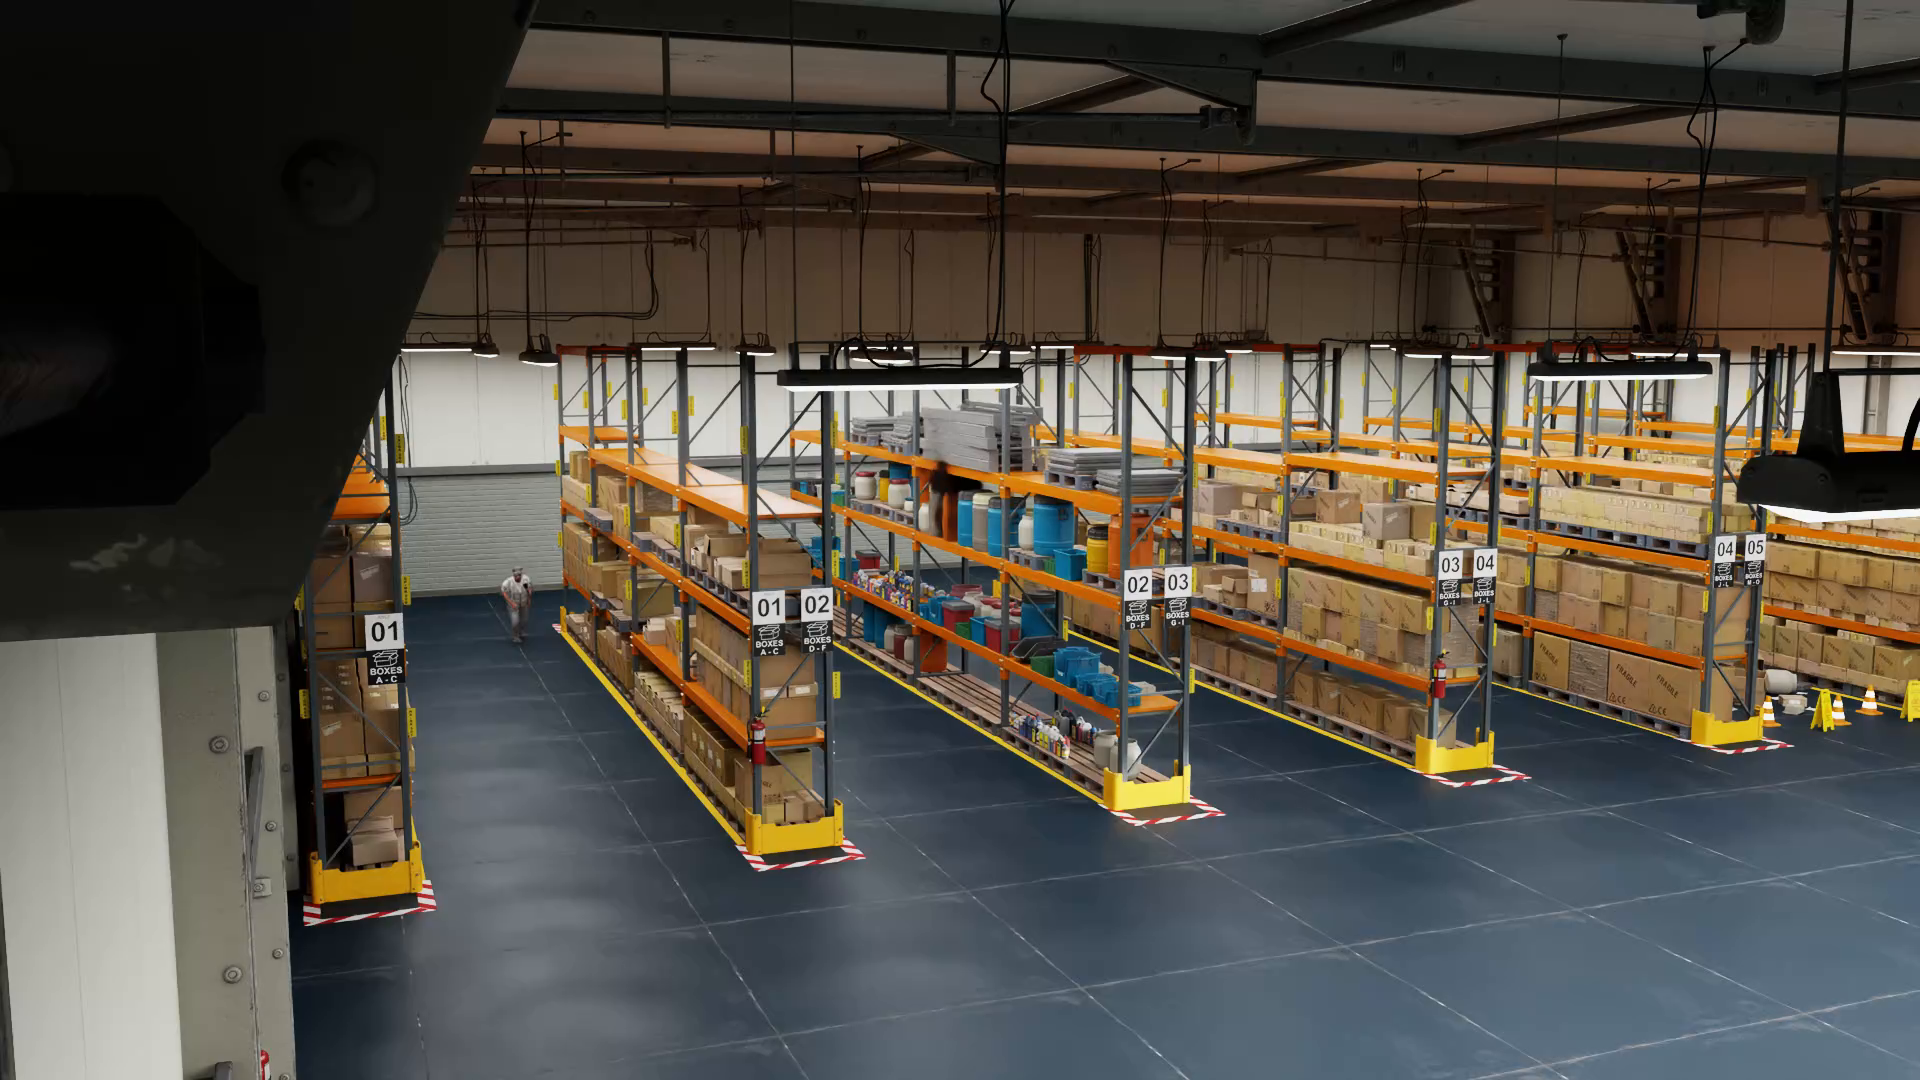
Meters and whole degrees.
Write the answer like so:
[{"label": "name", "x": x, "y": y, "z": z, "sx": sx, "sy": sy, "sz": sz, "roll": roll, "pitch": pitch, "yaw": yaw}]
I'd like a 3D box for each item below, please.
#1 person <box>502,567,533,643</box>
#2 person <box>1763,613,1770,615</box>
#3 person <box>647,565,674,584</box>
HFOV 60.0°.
[{"label": "person", "x": -8.946, "y": 1.285, "z": 33.593, "sx": 0.687, "sy": 1.588, "sz": 0.918, "roll": -5, "pitch": 9, "yaw": -36}, {"label": "person", "x": 16.284, "y": 1.264, "z": 33.259, "sx": 0.648, "sy": 1.717, "sz": 0.641, "roll": -5, "pitch": 9, "yaw": -32}, {"label": "person", "x": -6.420, "y": 1.054, "z": 35.639, "sx": 0.724, "sy": 1.521, "sz": 0.944, "roll": -4, "pitch": 9, "yaw": -31}]
